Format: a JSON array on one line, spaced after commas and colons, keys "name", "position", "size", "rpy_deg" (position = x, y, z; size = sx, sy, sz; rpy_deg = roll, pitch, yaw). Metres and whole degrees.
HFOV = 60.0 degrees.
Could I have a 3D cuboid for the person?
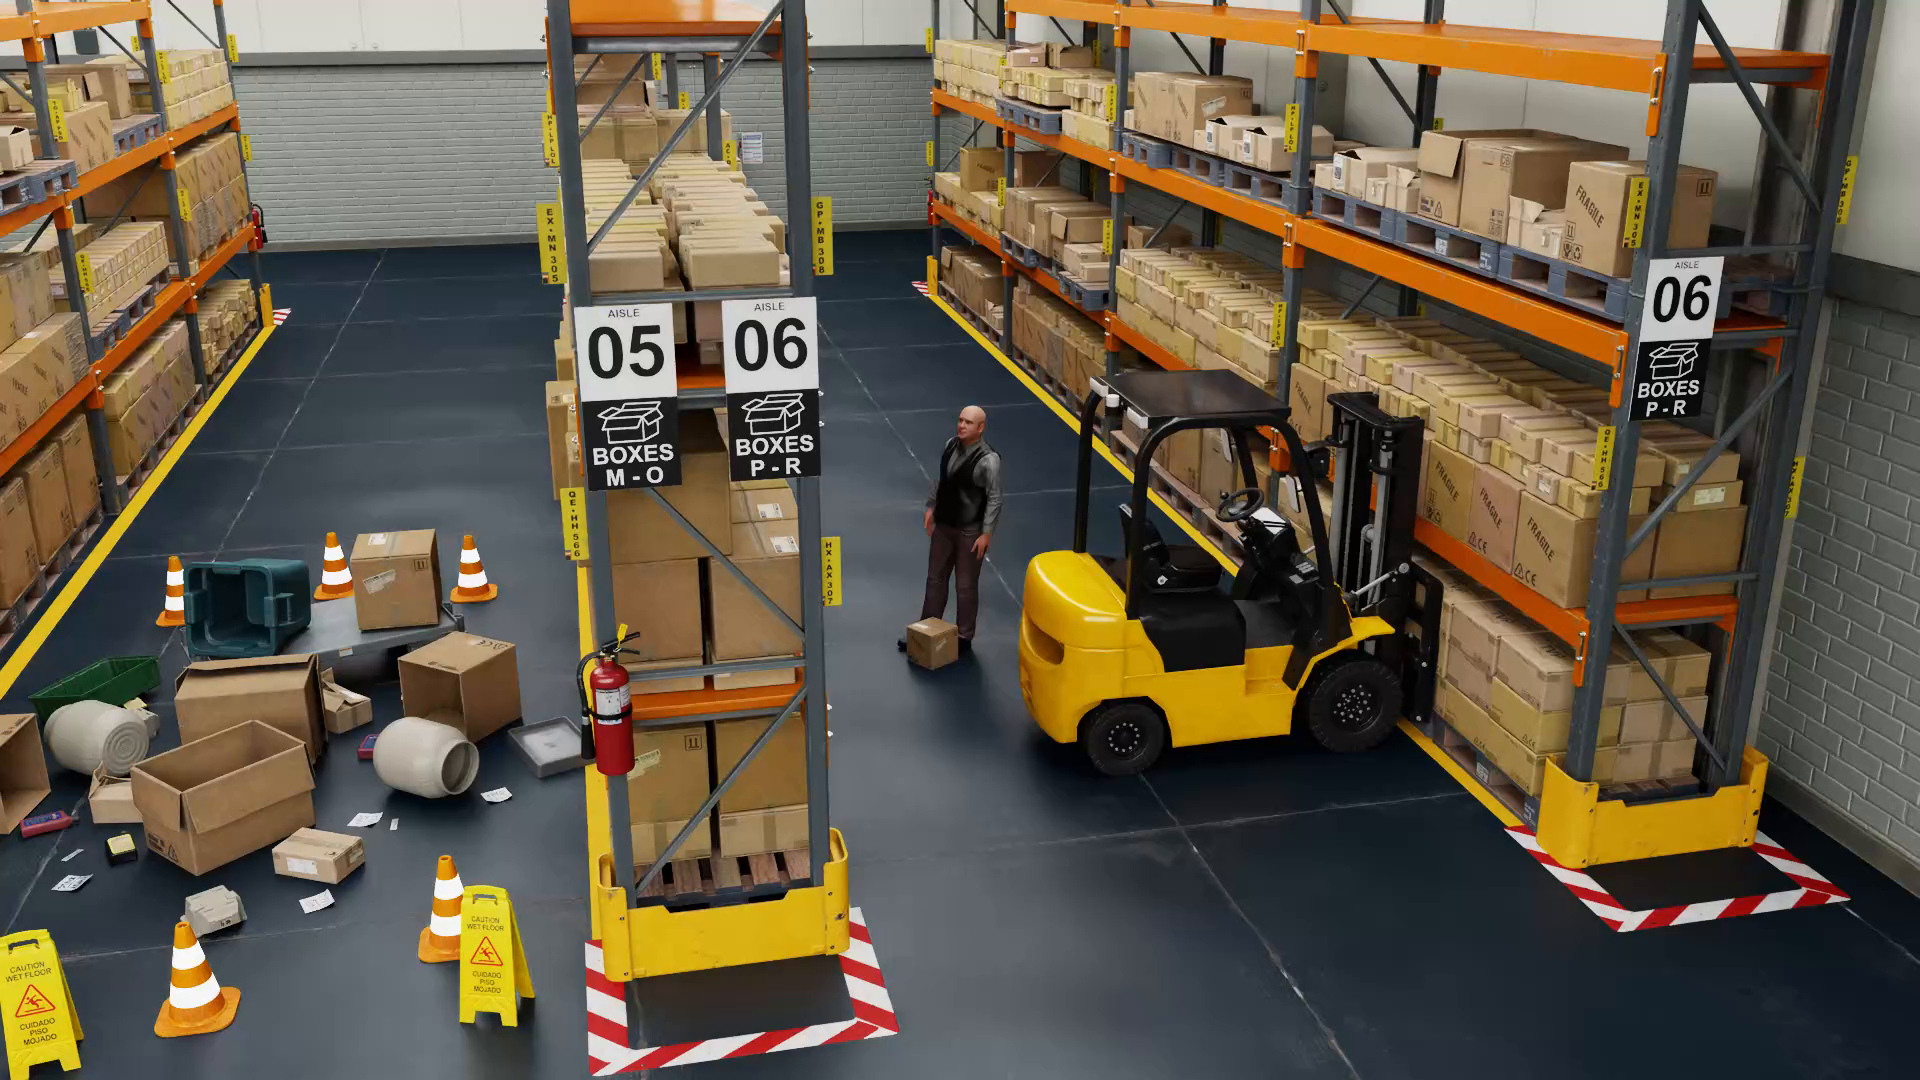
[{"name": "person", "position": [-0.041, -0.057, 11.242], "size": [0.565, 1.723, 0.634], "rpy_deg": [-17, 26, -39]}]
